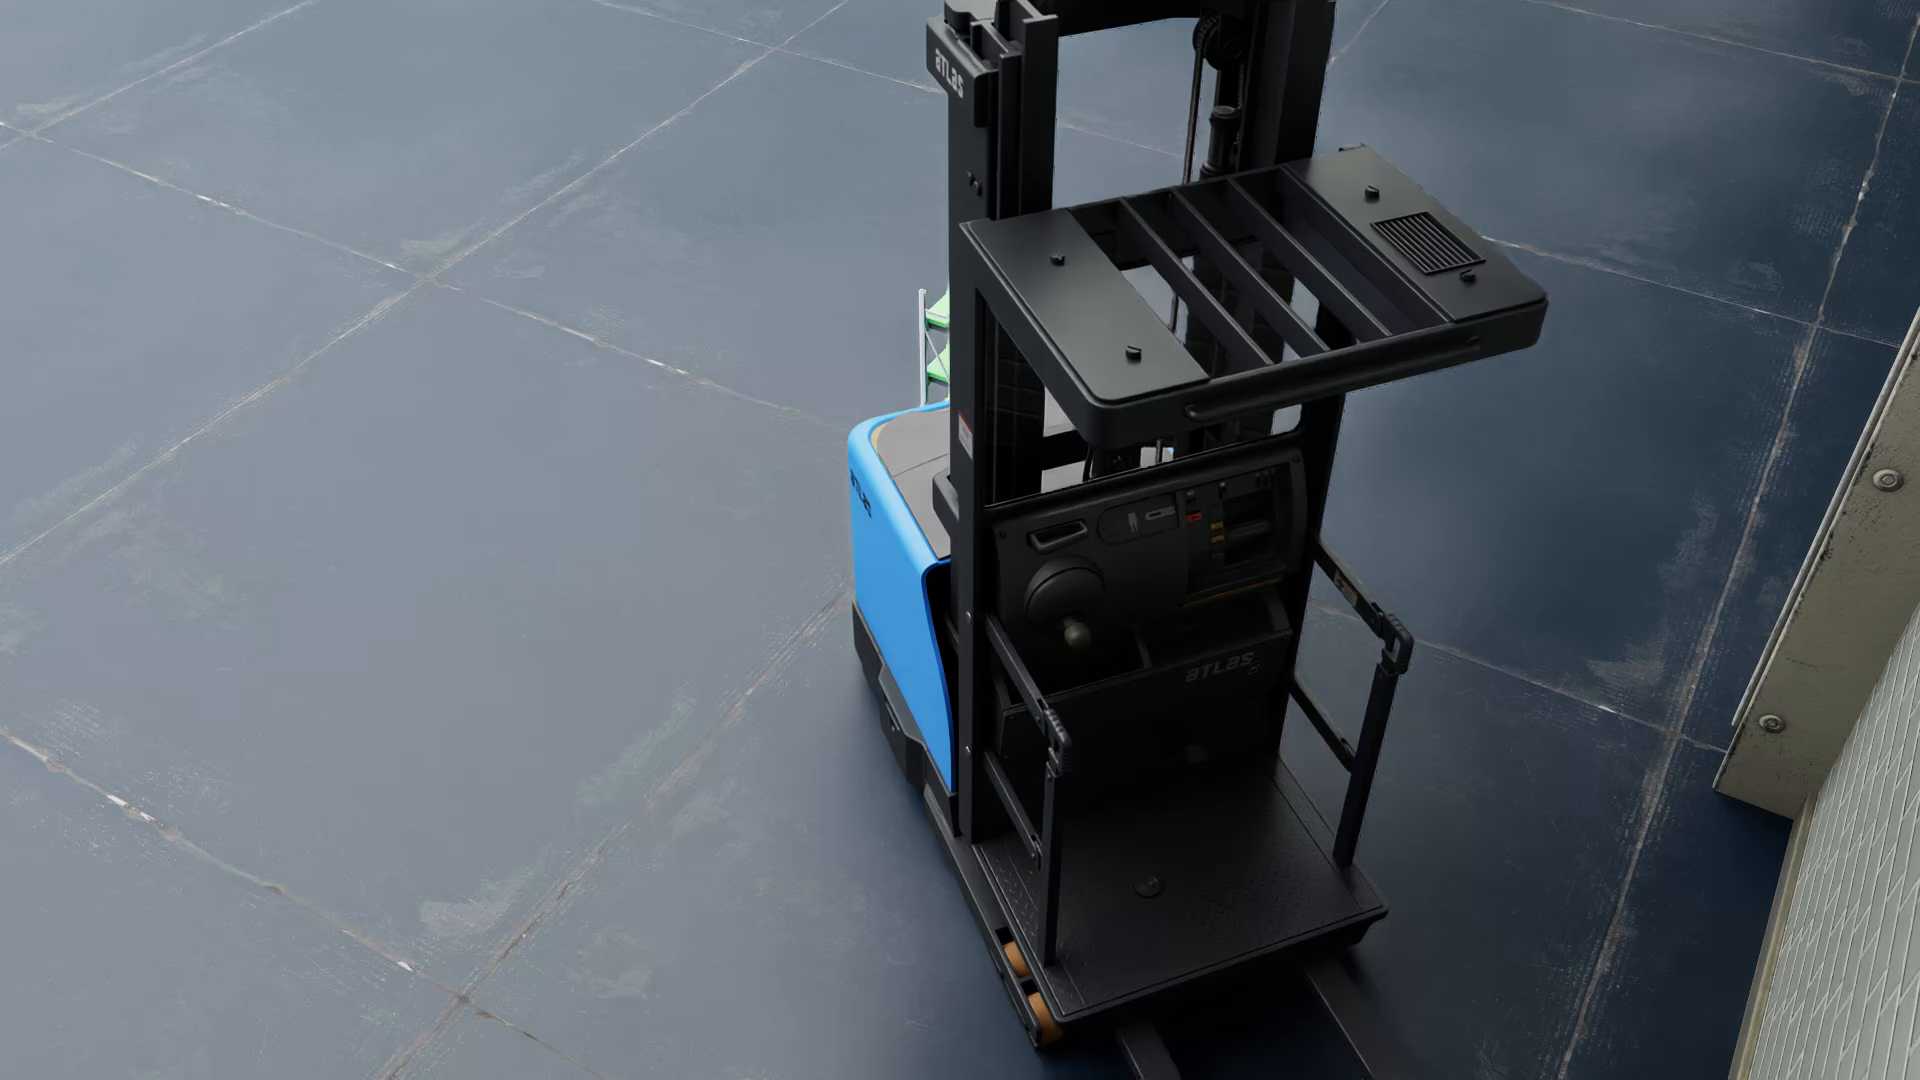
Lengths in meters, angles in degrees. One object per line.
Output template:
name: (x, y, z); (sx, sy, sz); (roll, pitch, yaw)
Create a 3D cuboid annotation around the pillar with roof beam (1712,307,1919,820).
pillar with roof beam: (-0.885, -4.000, 4.483); (9.100, 9.000, 0.400); (21, 45, 22)

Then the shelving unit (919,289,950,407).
shelving unit: (0.083, -0.545, 6.461); (0.258, 1.200, 0.503); (21, 45, 22)

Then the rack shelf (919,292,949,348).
rack shelf: (0.083, -0.857, 6.186); (0.258, 0.148, 0.480); (21, 45, 22)

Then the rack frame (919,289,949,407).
rack frame: (-0.039, -0.405, 6.302); (0.240, 1.200, 0.015); (21, 45, 22)

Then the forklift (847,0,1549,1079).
forklift: (0.612, 0.105, 4.413); (1.130, 2.935, 3.031); (-14, 43, -16)

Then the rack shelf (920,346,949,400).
rack shelf: (0.083, -0.677, 6.345); (0.258, 0.148, 0.480); (21, 45, 22)

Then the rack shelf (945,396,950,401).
rack shelf: (0.083, -0.497, 6.503); (0.258, 0.148, 0.480); (21, 45, 22)
